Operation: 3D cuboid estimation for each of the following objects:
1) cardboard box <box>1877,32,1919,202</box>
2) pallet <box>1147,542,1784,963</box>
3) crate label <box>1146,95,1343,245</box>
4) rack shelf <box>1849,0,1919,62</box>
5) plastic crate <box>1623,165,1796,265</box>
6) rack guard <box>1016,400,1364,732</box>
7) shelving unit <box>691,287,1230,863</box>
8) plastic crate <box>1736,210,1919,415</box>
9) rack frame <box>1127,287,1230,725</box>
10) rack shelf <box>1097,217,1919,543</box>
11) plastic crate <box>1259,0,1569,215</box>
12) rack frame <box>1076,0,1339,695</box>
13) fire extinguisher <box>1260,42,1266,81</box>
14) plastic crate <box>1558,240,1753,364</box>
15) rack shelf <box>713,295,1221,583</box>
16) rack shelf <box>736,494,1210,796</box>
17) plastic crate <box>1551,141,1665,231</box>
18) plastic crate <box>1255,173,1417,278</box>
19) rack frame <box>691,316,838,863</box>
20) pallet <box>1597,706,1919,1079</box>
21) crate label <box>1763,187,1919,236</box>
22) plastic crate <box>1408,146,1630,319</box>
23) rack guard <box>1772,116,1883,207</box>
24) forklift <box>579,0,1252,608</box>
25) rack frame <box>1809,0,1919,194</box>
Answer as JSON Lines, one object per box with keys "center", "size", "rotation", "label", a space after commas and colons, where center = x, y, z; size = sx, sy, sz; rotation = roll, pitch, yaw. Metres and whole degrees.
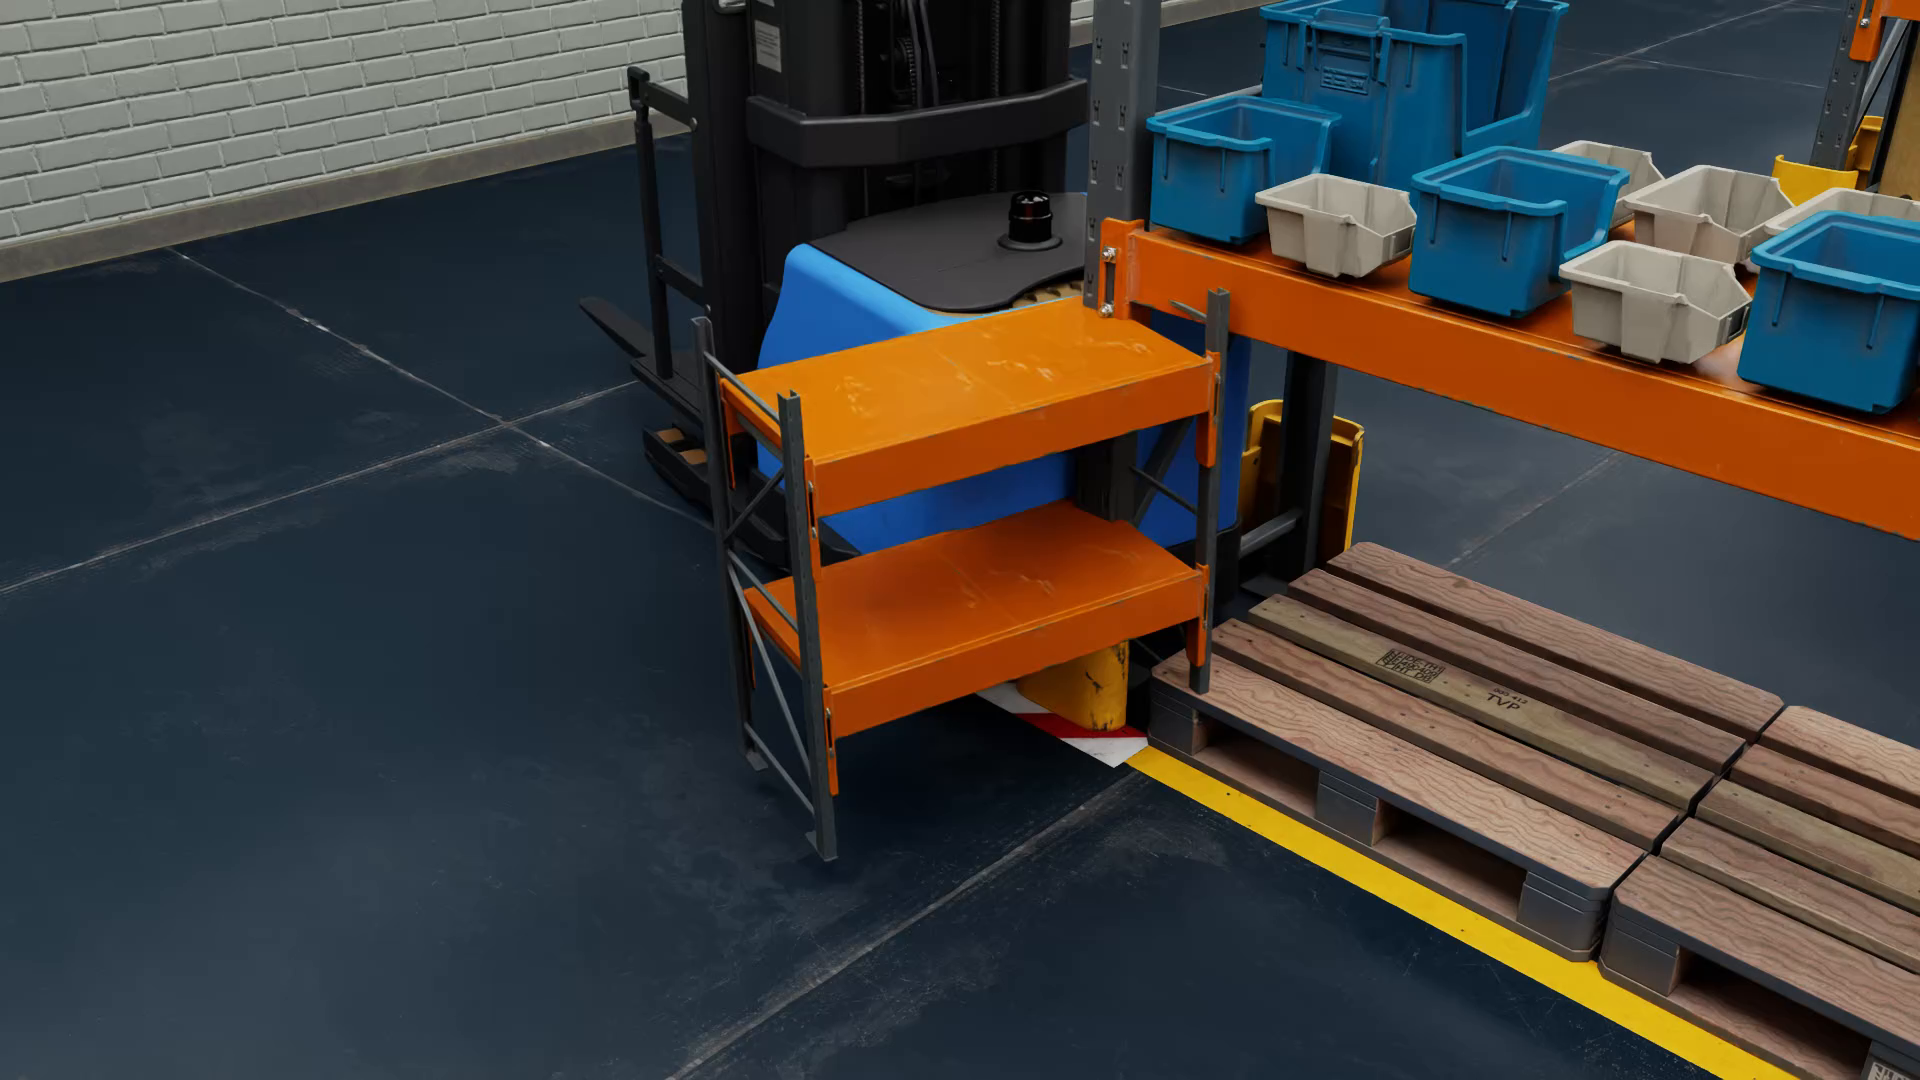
{"center": [4.668, -1.771, 7.226], "size": [0.875, 0.875, 0.875], "rotation": [25, 36, 38], "label": "cardboard box"}
{"center": [1.244, 0.452, 4.163], "size": [1.213, 0.211, 1.003], "rotation": [25, 36, 38], "label": "pallet"}
{"center": [0.629, -0.827, 3.714], "size": [0.303, 0.233, 0.416], "rotation": [25, 36, 38], "label": "crate label"}
{"center": [5.582, -1.737, 6.103], "size": [4.000, 0.370, 1.077], "rotation": [25, 36, 38], "label": "rack shelf"}
{"center": [1.588, -0.668, 3.517], "size": [0.243, 0.136, 0.396], "rotation": [25, 36, 38], "label": "plastic crate"}
{"center": [0.657, 0.039, 4.639], "size": [0.348, 0.500, 1.175], "rotation": [25, 36, 38], "label": "rack guard"}
{"center": [0.021, -0.010, 3.836], "size": [1.048, 1.125, 0.538], "rotation": [-16, 32, -25], "label": "shelving unit"}
{"center": [1.568, -0.397, 2.897], "size": [0.300, 0.233, 0.416], "rotation": [25, 36, 38], "label": "plastic crate"}
{"center": [0.465, -0.140, 4.046], "size": [0.032, 1.125, 0.500], "rotation": [-16, 32, -25], "label": "rack frame"}
{"center": [2.110, -0.093, 2.977], "size": [4.000, 0.370, 1.077], "rotation": [25, 36, 38], "label": "rack shelf"}
{"center": [1.053, -1.059, 3.938], "size": [0.499, 0.435, 0.616], "rotation": [25, 36, 38], "label": "plastic crate"}
{"center": [0.683, -1.064, 4.050], "size": [0.127, 3.000, 1.000], "rotation": [25, 36, 38], "label": "rack frame"}
{"center": [0.894, -1.065, 4.536], "size": [0.183, 0.674, 0.296], "rotation": [25, 36, 38], "label": "fire extinguisher"}
{"center": [1.283, -0.430, 3.065], "size": [0.298, 0.136, 0.250], "rotation": [25, 36, 38], "label": "plastic crate"}
{"center": [0.013, -0.266, 3.694], "size": [1.000, 0.278, 0.538], "rotation": [-16, 32, -25], "label": "rack shelf"}
{"center": [0.028, 0.204, 3.954], "size": [1.000, 0.278, 0.538], "rotation": [-16, 32, -25], "label": "rack shelf"}
{"center": [1.392, -0.768, 3.706], "size": [0.243, 0.136, 0.396], "rotation": [25, 36, 38], "label": "plastic crate"}
{"center": [0.799, -0.652, 3.485], "size": [0.298, 0.136, 0.250], "rotation": [25, 36, 38], "label": "plastic crate"}
{"center": [-0.423, 0.120, 3.625], "size": [0.032, 1.125, 0.500], "rotation": [-16, 32, -25], "label": "rack frame"}
{"center": [2.110, 0.850, 3.406], "size": [1.213, 0.211, 1.003], "rotation": [25, 36, 38], "label": "pallet"}
{"center": [1.804, -0.586, 3.360], "size": [0.243, 0.136, 0.396], "rotation": [25, 36, 38], "label": "crate label"}
{"center": [1.098, -0.612, 3.306], "size": [0.300, 0.233, 0.416], "rotation": [25, 36, 38], "label": "plastic crate"}
{"center": [4.139, -1.609, 7.773], "size": [0.348, 0.500, 1.175], "rotation": [25, 36, 38], "label": "rack guard"}
{"center": [-0.415, -1.538, 5.027], "size": [1.130, 2.935, 3.031], "rotation": [-16, 32, -28], "label": "forklift"}
{"center": [4.156, -2.708, 7.176], "size": [0.127, 3.000, 1.000], "rotation": [25, 36, 38], "label": "rack frame"}
